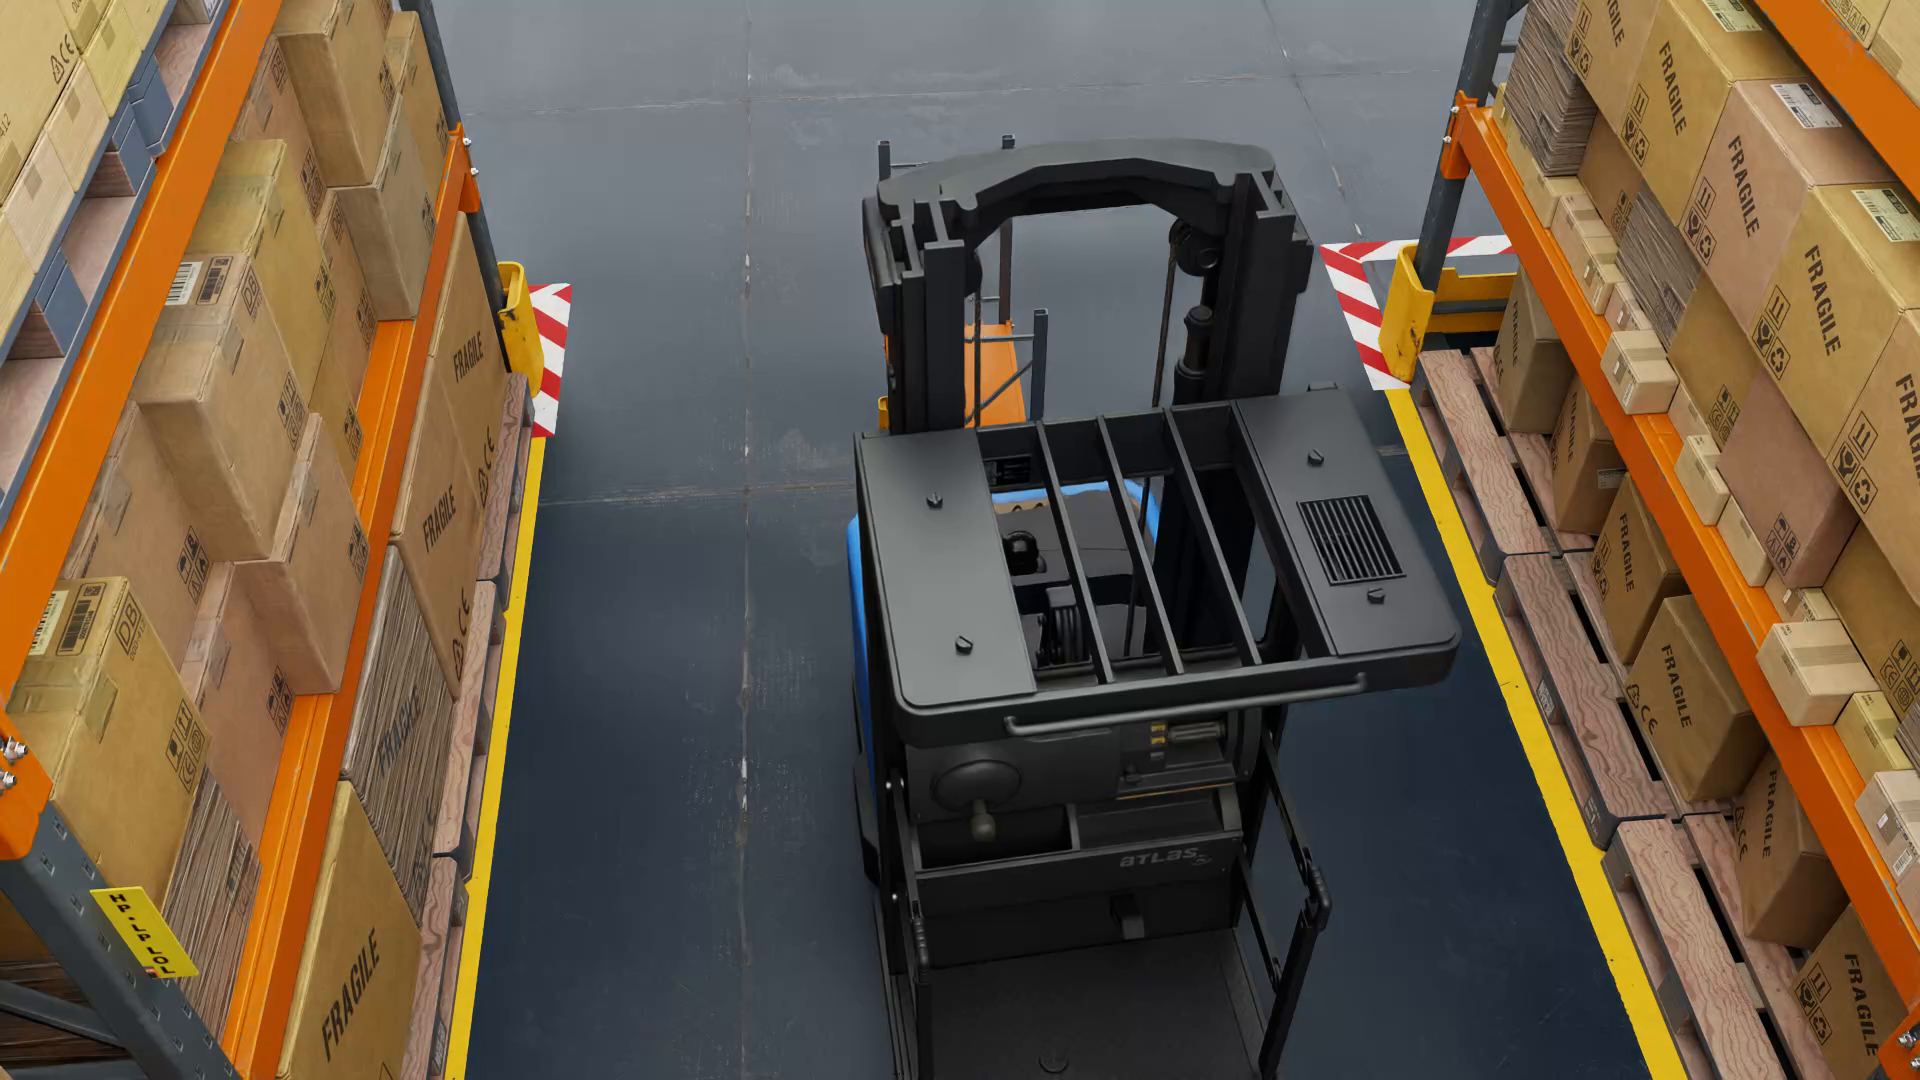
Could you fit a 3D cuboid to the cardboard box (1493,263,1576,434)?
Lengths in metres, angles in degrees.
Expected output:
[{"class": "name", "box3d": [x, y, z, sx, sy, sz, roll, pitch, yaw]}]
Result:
[{"class": "cardboard box", "box3d": [2.534, -0.780, 6.855, 0.500, 0.500, 0.500, 4, 47, 4]}]

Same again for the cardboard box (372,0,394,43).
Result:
[{"class": "cardboard box", "box3d": [-2.460, -1.872, 5.610, 0.875, 0.550, 0.550, -3, 47, -3]}]

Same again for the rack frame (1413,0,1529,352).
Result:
[{"class": "rack frame", "box3d": [2.498, -1.948, 6.529, 1.000, 3.000, 0.127, -3, 47, -3]}]

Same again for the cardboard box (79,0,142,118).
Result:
[{"class": "cardboard box", "box3d": [-1.897, -0.970, 3.352, 0.380, 0.149, 0.250, -4, 47, -4]}]

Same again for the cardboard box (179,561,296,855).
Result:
[{"class": "cardboard box", "box3d": [-2.229, 0.460, 4.145, 0.875, 0.550, 0.550, -3, 47, -3]}]

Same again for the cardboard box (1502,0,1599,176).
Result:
[{"class": "cardboard box", "box3d": [2.517, -1.685, 6.006, 0.875, 0.500, 0.500, -3, 47, -3]}]

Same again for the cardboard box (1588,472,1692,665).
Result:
[{"class": "cardboard box", "box3d": [2.652, 0.104, 6.018, 0.500, 0.500, 0.500, 0, 47, 0]}]

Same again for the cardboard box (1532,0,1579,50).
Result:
[{"class": "cardboard box", "box3d": [2.273, -2.014, 5.629, 0.500, 0.500, 0.500, -3, 47, -3]}]

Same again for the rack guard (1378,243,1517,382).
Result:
[{"class": "rack guard", "box3d": [2.505, -1.034, 7.385, 1.175, 0.500, 0.348, -3, 47, -3]}]

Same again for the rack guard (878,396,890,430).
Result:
[{"class": "rack guard", "box3d": [-0.048, -0.501, 7.053, 0.587, 0.250, 0.087, -3, 47, -3]}]

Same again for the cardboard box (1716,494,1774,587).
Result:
[{"class": "cardboard box", "box3d": [2.467, -0.013, 4.869, 0.380, 0.149, 0.250, -3, 47, -3]}]

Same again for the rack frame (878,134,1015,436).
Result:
[{"class": "rack frame", "box3d": [-0.050, -0.945, 6.612, 0.500, 1.500, 0.032, -3, 47, -3]}]

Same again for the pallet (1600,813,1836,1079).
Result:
[{"class": "pallet", "box3d": [2.742, 1.421, 5.259, 1.003, 0.211, 1.213, -3, 47, -3]}]

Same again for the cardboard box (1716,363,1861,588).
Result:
[{"class": "cardboard box", "box3d": [2.708, -0.240, 4.637, 0.875, 0.500, 0.500, -3, 47, -3]}]

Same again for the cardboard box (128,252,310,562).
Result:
[{"class": "cardboard box", "box3d": [-2.184, -0.308, 4.128, 0.875, 0.550, 0.550, -3, 47, -3]}]

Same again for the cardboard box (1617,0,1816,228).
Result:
[{"class": "cardboard box", "box3d": [2.351, -1.290, 4.944, 0.500, 0.500, 0.500, -3, 47, -3]}]

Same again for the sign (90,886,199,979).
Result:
[{"class": "sign", "box3d": [-1.578, 0.763, 3.218, 0.100, 0.325, 0.005, -3, 47, -3]}]

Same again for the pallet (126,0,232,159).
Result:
[{"class": "pallet", "box3d": [-2.275, -1.300, 3.910, 1.003, 0.211, 1.213, -3, 47, -3]}]

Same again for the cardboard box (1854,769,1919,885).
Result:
[{"class": "cardboard box", "box3d": [2.511, 0.713, 4.182, 0.380, 0.149, 0.250, -3, 47, -3]}]

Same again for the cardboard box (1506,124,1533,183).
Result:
[{"class": "cardboard box", "box3d": [2.287, -1.459, 6.239, 0.380, 0.149, 0.250, -3, 47, -3]}]

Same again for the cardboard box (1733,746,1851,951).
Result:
[{"class": "cardboard box", "box3d": [2.784, 0.955, 5.212, 0.500, 0.500, 0.500, 10, 47, 9]}]

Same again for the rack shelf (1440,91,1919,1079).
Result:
[{"class": "rack shelf", "box3d": [2.666, -0.254, 5.420, 1.077, 0.370, 4.000, -3, 47, -3]}]

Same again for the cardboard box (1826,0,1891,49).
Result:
[{"class": "cardboard box", "box3d": [2.417, -1.456, 4.100, 0.500, 0.250, 0.500, -2, 47, -2]}]

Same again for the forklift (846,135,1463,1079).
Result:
[{"class": "forklift", "box3d": [0.354, 0.636, 4.129, 1.130, 2.935, 3.031, -6, 47, -6]}]

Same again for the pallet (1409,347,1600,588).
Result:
[{"class": "pallet", "box3d": [2.538, -0.344, 6.931, 1.003, 0.211, 1.213, -3, 47, -3]}]

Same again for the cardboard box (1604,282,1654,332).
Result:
[{"class": "cardboard box", "box3d": [2.396, -0.737, 5.555, 0.380, 0.149, 0.250, -3, 47, -3]}]

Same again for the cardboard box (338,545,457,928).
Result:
[{"class": "cardboard box", "box3d": [-2.180, 0.649, 5.243, 0.875, 0.875, 0.875, -3, 47, -3]}]

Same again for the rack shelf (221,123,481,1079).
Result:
[{"class": "rack shelf", "box3d": [-2.285, -0.025, 5.204, 1.077, 0.370, 4.000, -3, 47, -3]}]

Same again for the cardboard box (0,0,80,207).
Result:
[{"class": "cardboard box", "box3d": [-1.923, -0.823, 2.937, 0.500, 0.250, 0.500, -4, 47, -4]}]

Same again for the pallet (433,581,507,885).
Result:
[{"class": "pallet", "box3d": [-2.209, 0.693, 5.948, 1.003, 0.211, 1.213, -3, 47, -3]}]

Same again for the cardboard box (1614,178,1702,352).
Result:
[{"class": "cardboard box", "box3d": [2.677, -0.966, 5.326, 0.875, 0.500, 0.500, -3, 47, -3]}]

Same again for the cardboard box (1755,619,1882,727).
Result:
[{"class": "cardboard box", "box3d": [2.418, 0.354, 4.521, 0.380, 0.149, 0.250, -3, 47, -3]}]

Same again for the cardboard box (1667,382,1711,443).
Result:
[{"class": "cardboard box", "box3d": [2.467, -0.377, 5.214, 0.380, 0.149, 0.250, -3, 47, -3]}]

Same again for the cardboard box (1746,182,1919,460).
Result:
[{"class": "cardboard box", "box3d": [2.437, -0.567, 4.259, 0.500, 0.500, 0.500, -3, 47, -3]}]

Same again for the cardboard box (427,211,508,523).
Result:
[{"class": "cardboard box", "box3d": [-2.330, -0.647, 6.471, 0.875, 0.875, 0.875, -3, 47, -3]}]

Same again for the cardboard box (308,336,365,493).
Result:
[{"class": "cardboard box", "box3d": [-2.301, -0.315, 4.879, 0.875, 0.550, 0.500, -3, 47, -3]}]

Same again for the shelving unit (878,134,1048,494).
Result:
[{"class": "shelving unit", "box3d": [-0.006, -0.571, 6.258, 0.587, 1.500, 1.083, -3, 47, -3]}]

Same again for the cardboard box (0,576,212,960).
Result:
[{"class": "cardboard box", "box3d": [-2.114, 0.482, 3.380, 0.875, 0.550, 0.550, -3, 47, -3]}]

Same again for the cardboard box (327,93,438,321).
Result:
[{"class": "cardboard box", "box3d": [-2.309, -1.109, 5.631, 0.875, 0.550, 0.550, -3, 47, -3]}]

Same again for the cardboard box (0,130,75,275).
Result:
[{"class": "cardboard box", "box3d": [-1.852, -0.602, 3.003, 0.380, 0.149, 0.250, -4, 47, -3]}]

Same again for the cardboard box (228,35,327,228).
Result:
[{"class": "cardboard box", "box3d": [-2.411, -1.066, 4.847, 0.875, 0.550, 0.550, -3, 47, -3]}]

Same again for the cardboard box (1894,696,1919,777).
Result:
[{"class": "cardboard box", "box3d": [2.857, 0.480, 3.956, 0.875, 0.500, 0.500, -3, 47, -3]}]

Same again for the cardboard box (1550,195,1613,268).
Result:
[{"class": "cardboard box", "box3d": [2.334, -1.098, 5.897, 0.380, 0.149, 0.250, -3, 47, -3]}]
